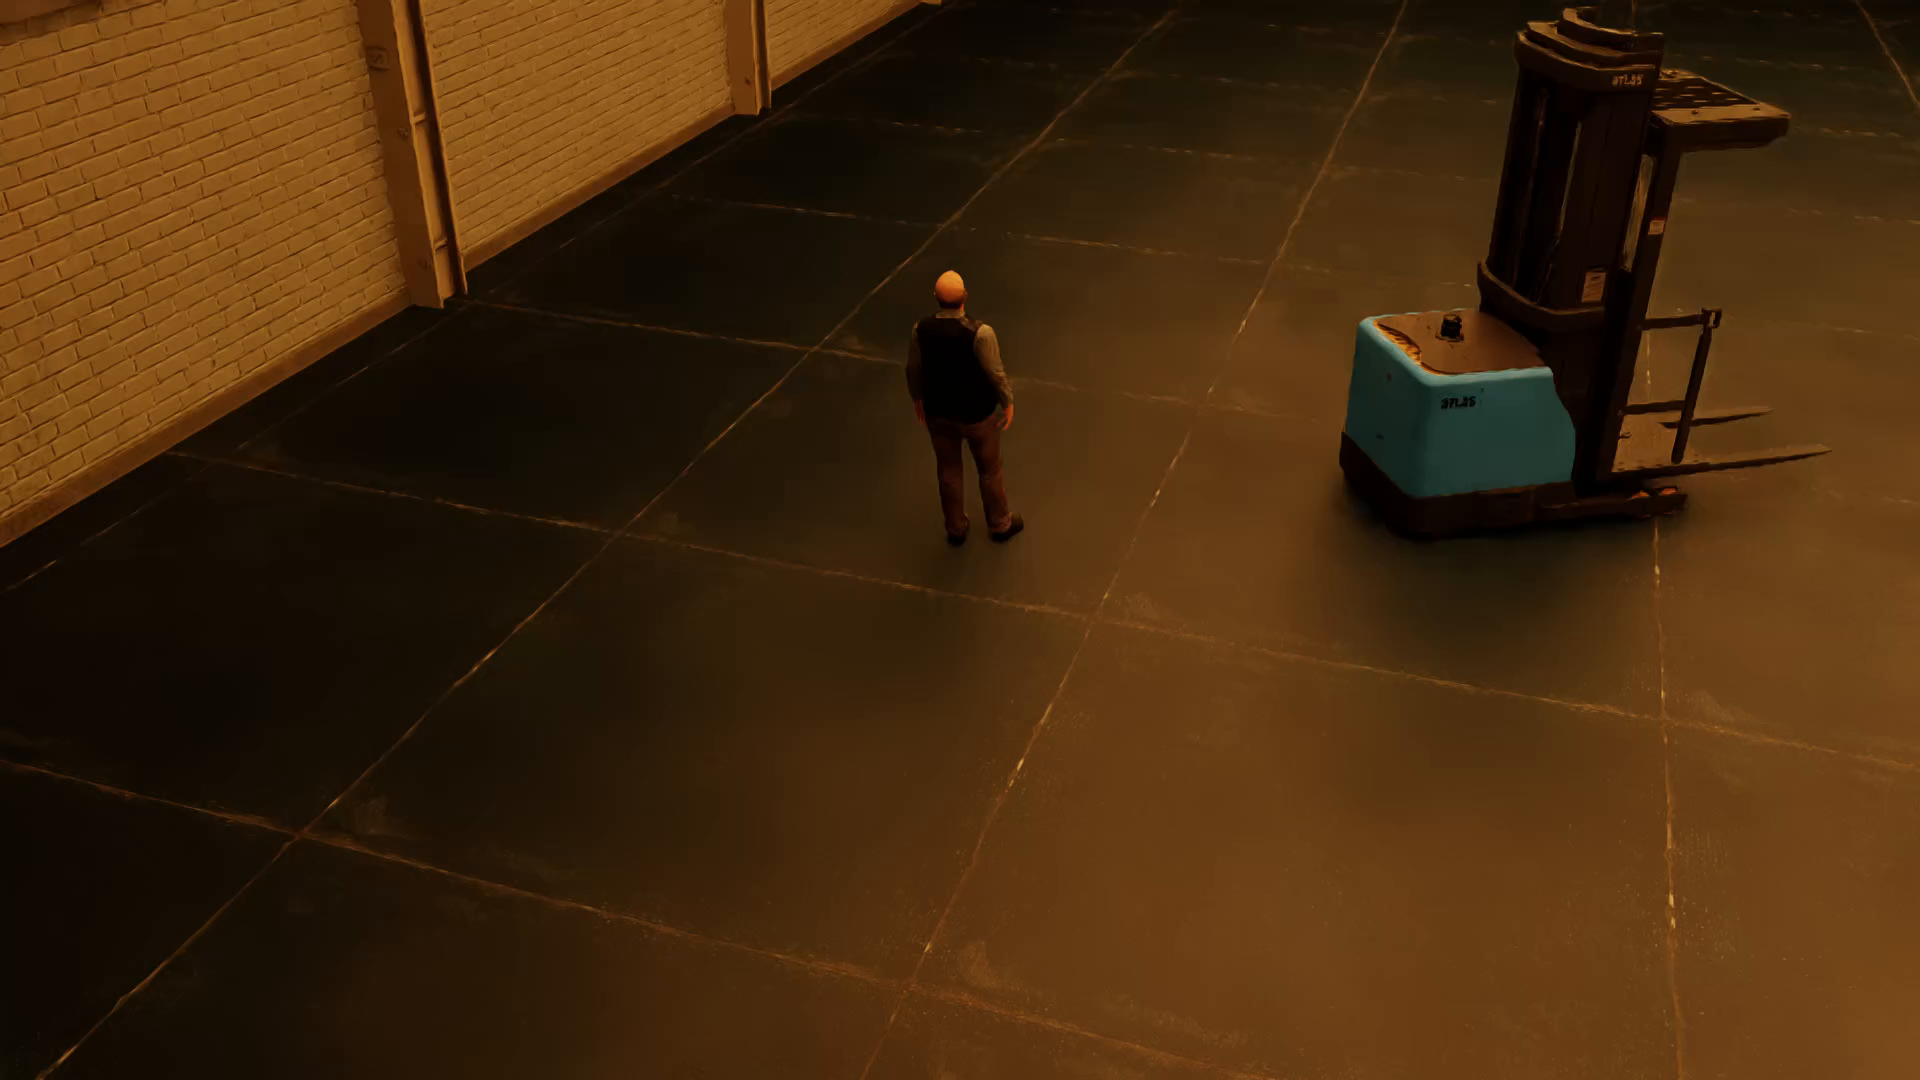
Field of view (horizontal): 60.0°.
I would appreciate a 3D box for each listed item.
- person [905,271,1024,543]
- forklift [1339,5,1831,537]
[{"bbox_3d":[0.028,-0.782,9.715,0.632,1.720,0.567,10,31,16],"label":"person"},{"bbox_3d":[4.038,-1.657,10.042,3.031,2.935,1.130,-6,30,-11],"label":"forklift"}]
